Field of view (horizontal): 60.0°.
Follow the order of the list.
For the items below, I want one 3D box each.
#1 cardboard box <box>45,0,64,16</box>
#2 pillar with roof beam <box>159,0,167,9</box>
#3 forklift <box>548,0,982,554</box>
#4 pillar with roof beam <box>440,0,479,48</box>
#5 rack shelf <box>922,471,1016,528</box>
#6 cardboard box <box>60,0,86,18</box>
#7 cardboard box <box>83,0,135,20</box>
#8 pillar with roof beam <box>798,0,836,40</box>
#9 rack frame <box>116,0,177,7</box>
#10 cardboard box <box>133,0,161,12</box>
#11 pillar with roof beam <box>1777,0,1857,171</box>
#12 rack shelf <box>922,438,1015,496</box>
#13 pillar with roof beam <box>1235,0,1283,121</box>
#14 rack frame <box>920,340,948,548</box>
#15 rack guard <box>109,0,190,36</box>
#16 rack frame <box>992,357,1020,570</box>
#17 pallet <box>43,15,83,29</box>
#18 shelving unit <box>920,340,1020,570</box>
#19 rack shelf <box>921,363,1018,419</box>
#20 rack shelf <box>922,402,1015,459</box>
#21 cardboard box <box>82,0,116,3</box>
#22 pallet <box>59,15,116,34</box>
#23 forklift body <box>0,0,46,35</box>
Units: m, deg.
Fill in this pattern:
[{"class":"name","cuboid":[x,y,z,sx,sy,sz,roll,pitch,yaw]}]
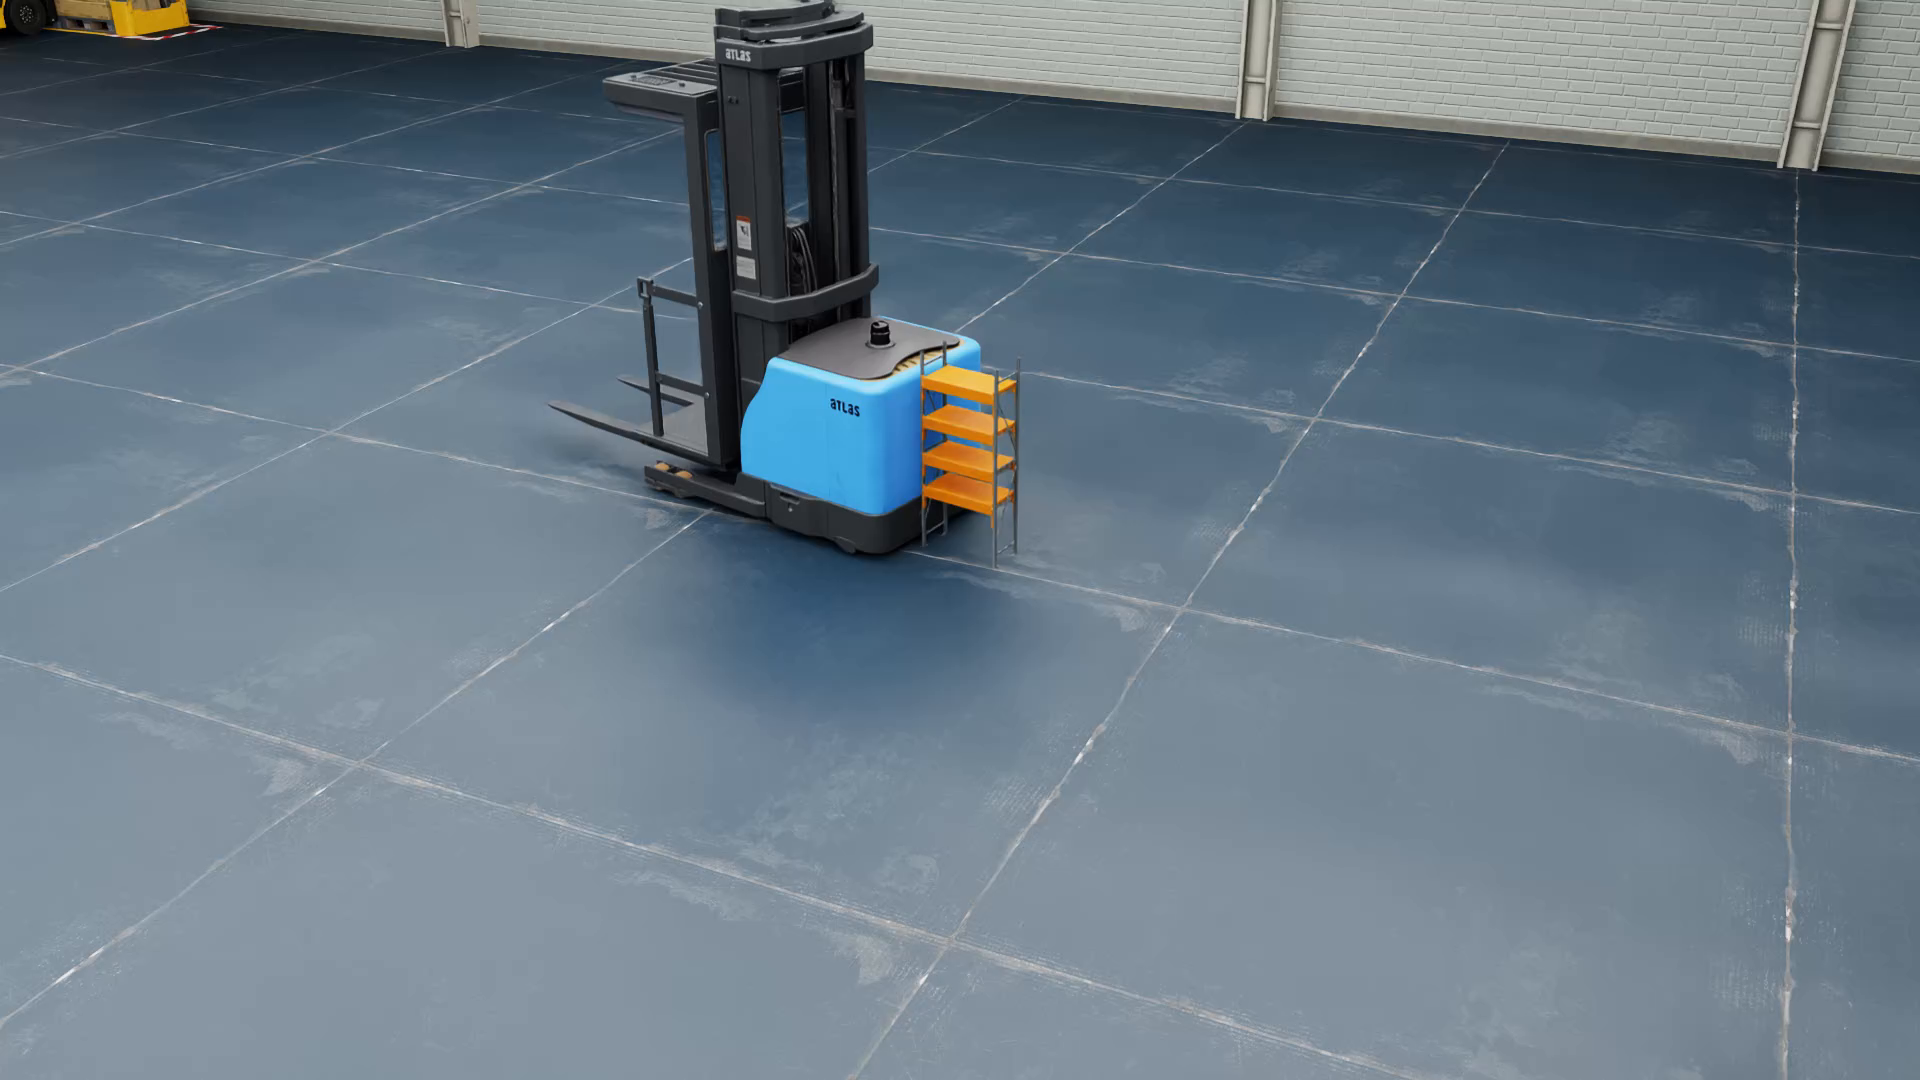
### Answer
[{"class":"cardboard box","cuboid":[-14.012,-8.381,26.014,0.500,0.250,0.500,12,29,22]},{"class":"pillar with roof beam","cuboid":[-14.596,-10.727,21.351,0.400,9.000,9.100,11,28,22]},{"class":"forklift","cuboid":[-1.346,-1.741,9.968,3.031,2.935,1.130,18,32,33]},{"class":"pillar with roof beam","cuboid":[-9.134,-9.630,19.123,0.400,9.000,9.100,11,28,22]},{"class":"rack shelf","cuboid":[0.054,-0.236,9.472,0.480,0.148,0.258,17,31,30]},{"class":"cardboard box","cuboid":[-13.560,-8.286,25.821,0.500,0.250,0.500,11,28,22]},{"class":"cardboard box","cuboid":[-13.111,-8.191,25.628,0.500,0.250,0.500,12,28,22]},{"class":"pillar with roof beam","cuboid":[-3.672,-8.533,16.894,0.400,9.000,9.100,11,28,22]},{"class":"rack frame","cuboid":[-12.553,-9.277,25.197,0.127,3.000,1.000,11,28,22]},{"class":"cardboard box","cuboid":[-12.919,-8.400,26.054,0.500,0.250,0.500,11,28,22]},{"class":"pillar with roof beam","cuboid":[7.252,-6.339,12.438,0.400,9.000,9.100,11,28,22]},{"class":"rack shelf","cuboid":[0.054,-0.414,9.384,0.480,0.148,0.258,17,31,30]},{"class":"pillar with roof beam","cuboid":[1.790,-7.436,14.666,0.400,9.000,9.100,11,28,22]},{"class":"rack frame","cuboid":[-0.147,-0.535,9.478,0.015,1.200,0.240,17,31,30]},{"class":"rack guard","cuboid":[-12.531,-8.151,25.740,0.348,0.500,1.175,11,28,22]},{"class":"rack frame","cuboid":[0.256,-0.413,9.231,0.015,1.200,0.240,17,31,30]},{"class":"pallet","cuboid":[-14.373,-8.373,26.517,1.213,0.211,1.003,11,28,22]},{"class":"shelving unit","cuboid":[0.054,-0.474,9.354,0.503,1.200,0.258,17,31,30]},{"class":"rack shelf","cuboid":[0.054,-0.827,9.181,0.480,0.148,0.258,17,31,30]},{"class":"rack shelf","cuboid":[0.054,-0.614,9.285,0.480,0.148,0.258,17,31,30]},{"class":"cardboard box","cuboid":[-13.125,-8.420,25.527,0.500,0.250,0.500,11,28,21]},{"class":"pallet","cuboid":[-13.266,-8.149,26.063,1.213,0.211,1.003,11,28,22]},{"class":"forklift body","cuboid":[-15.034,-8.510,24.599,1.214,2.155,2.313,11,28,22]}]
